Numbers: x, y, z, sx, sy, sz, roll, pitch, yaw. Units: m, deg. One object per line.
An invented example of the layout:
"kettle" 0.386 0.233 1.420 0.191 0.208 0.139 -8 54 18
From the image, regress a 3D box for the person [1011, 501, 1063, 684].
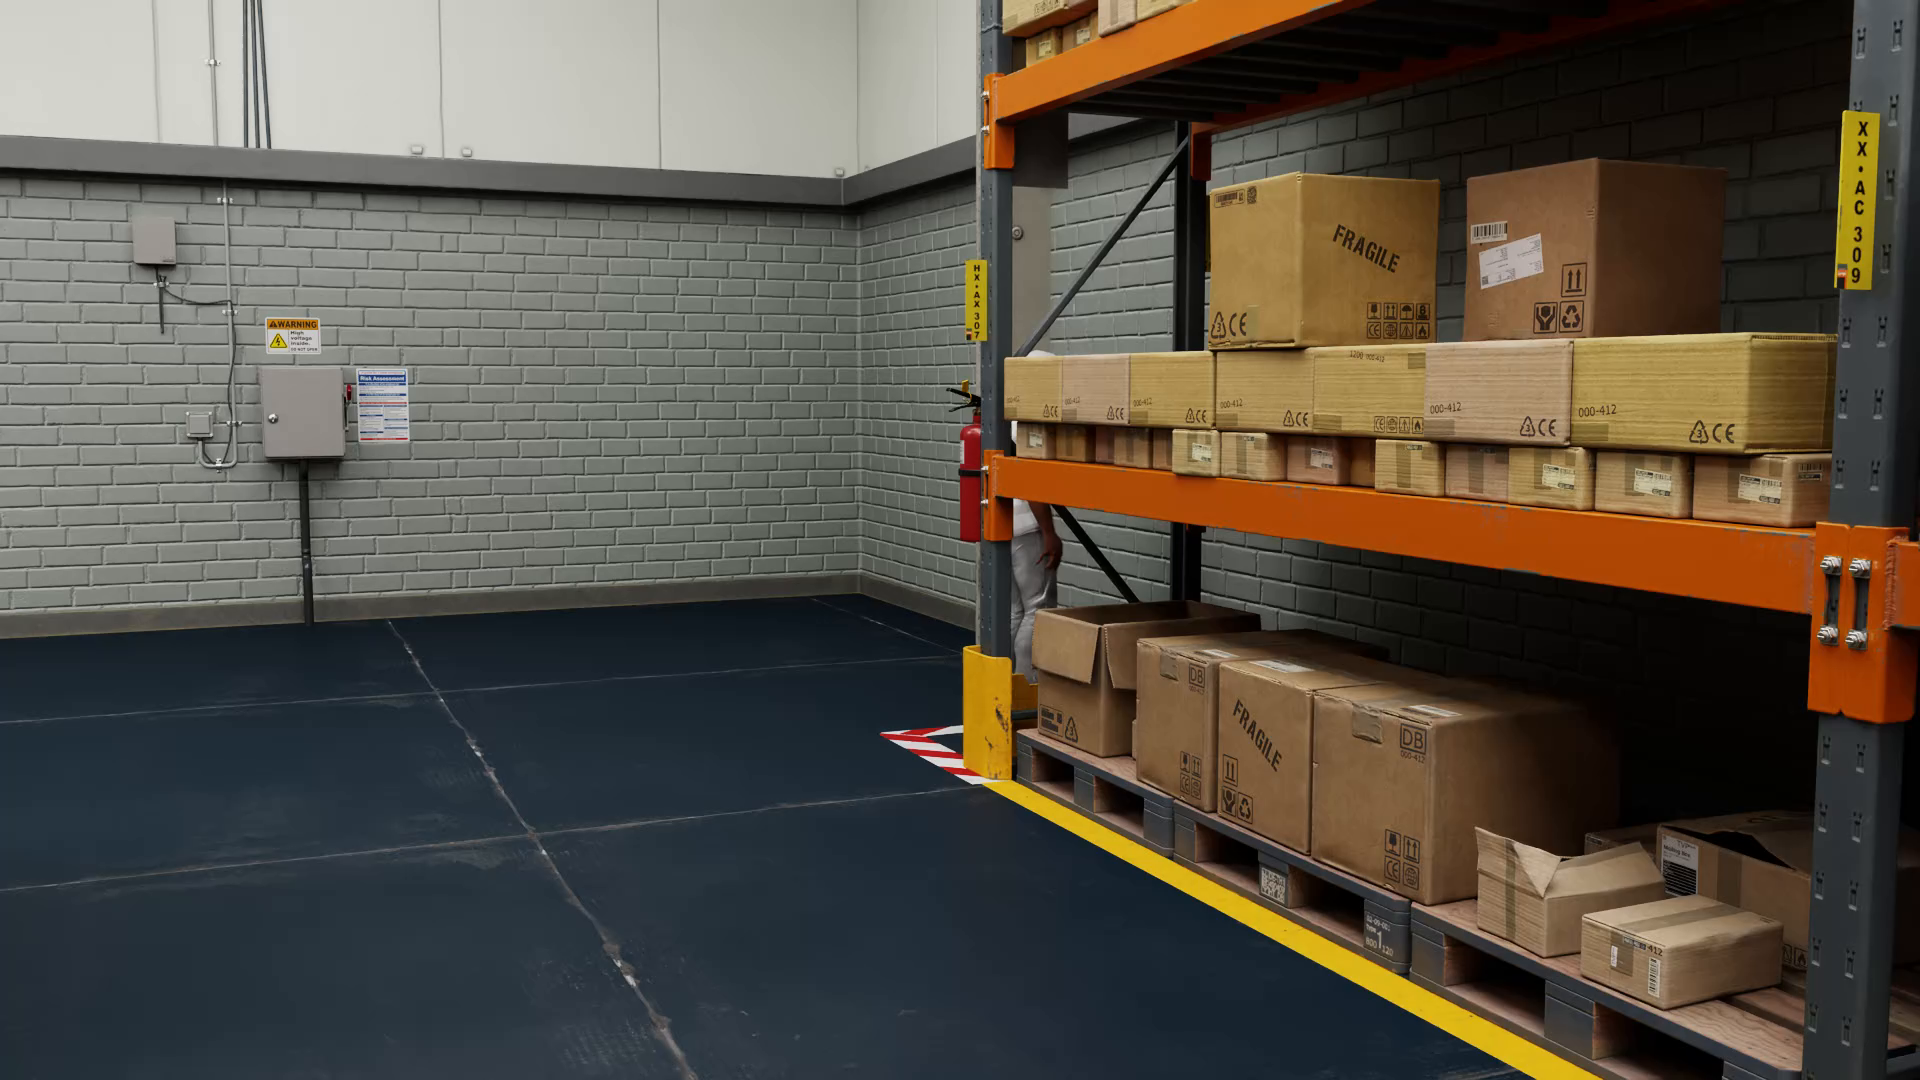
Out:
"person" 0.341 -0.052 8.104 0.357 1.661 0.625 -2 6 -17
